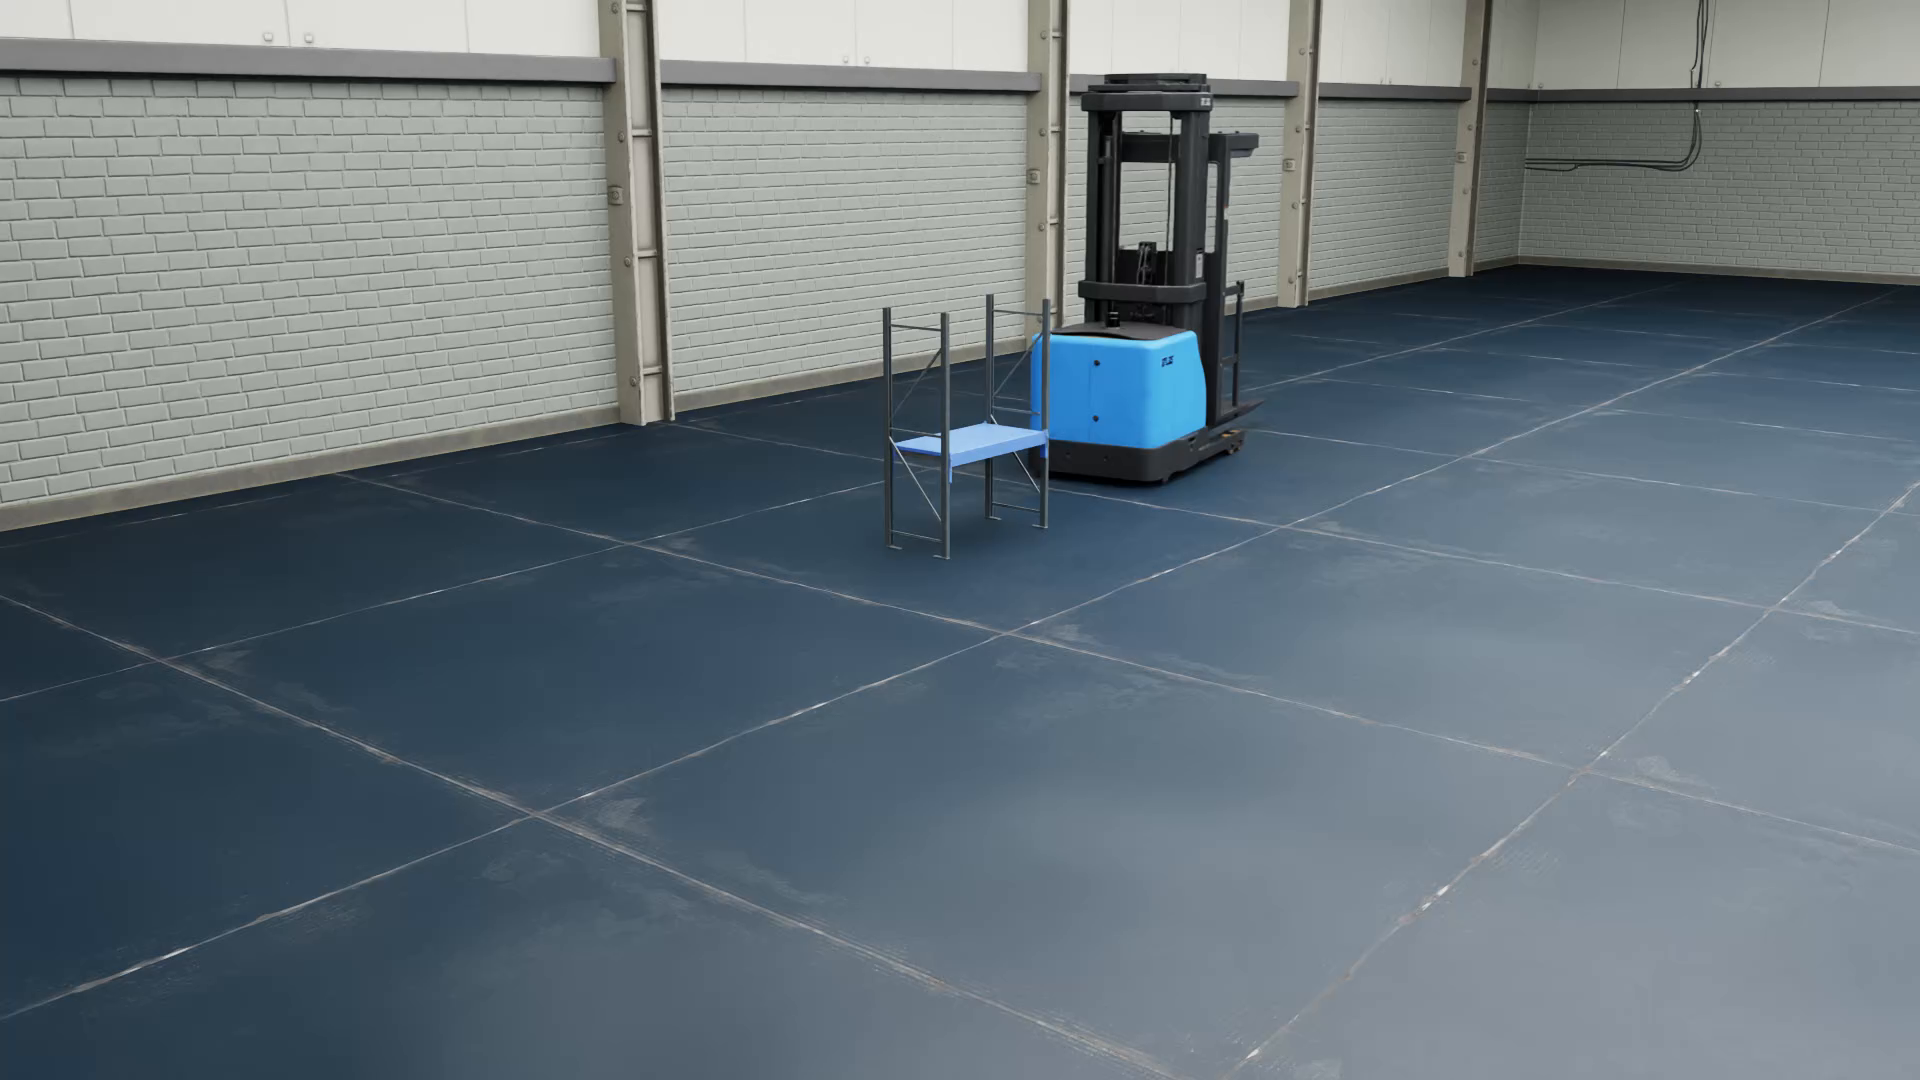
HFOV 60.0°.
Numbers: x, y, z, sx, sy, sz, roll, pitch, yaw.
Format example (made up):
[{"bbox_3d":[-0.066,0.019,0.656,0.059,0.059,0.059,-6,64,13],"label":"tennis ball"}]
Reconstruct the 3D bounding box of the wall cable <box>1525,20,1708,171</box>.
[{"bbox_3d":[11.408,-7.725,29.062,3.097,2.526,0.112,11,18,38],"label":"wall cable"}]

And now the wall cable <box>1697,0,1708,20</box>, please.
[{"bbox_3d":[13.512,-9.754,26.792,3.097,2.526,0.112,11,18,38],"label":"wall cable"}]

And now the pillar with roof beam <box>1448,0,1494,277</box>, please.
[{"bbox_3d":[11.876,-8.204,24.642,9.100,9.000,0.400,11,18,38],"label":"pillar with roof beam"}]

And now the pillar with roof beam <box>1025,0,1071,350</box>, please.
[{"bbox_3d":[4.334,-5.906,15.595,9.100,9.000,0.400,11,18,38],"label":"pillar with roof beam"}]

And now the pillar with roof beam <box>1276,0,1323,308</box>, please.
[{"bbox_3d":[8.105,-7.055,20.118,9.100,9.000,0.400,11,18,38],"label":"pillar with roof beam"}]

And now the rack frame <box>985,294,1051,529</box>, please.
[{"bbox_3d":[0.373,-0.841,10.886,0.500,1.500,0.032,11,18,38],"label":"rack frame"}]

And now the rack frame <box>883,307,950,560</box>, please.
[{"bbox_3d":[-0.266,-0.646,10.119,0.500,1.500,0.032,11,18,38],"label":"rack frame"}]

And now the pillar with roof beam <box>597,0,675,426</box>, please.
[{"bbox_3d":[0.563,-4.757,11.072,9.100,9.000,0.400,11,18,38],"label":"pillar with roof beam"}]

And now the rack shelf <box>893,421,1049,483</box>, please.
[{"bbox_3d":[0.054,-0.569,10.547,0.538,0.185,1.000,11,18,38],"label":"rack shelf"}]

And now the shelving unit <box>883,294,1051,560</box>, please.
[{"bbox_3d":[0.054,-0.743,10.503,0.538,1.500,1.048,11,18,38],"label":"shelving unit"}]

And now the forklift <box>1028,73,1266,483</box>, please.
[{"bbox_3d":[1.660,-2.153,13.144,1.130,2.935,3.031,8,16,28],"label":"forklift"}]
